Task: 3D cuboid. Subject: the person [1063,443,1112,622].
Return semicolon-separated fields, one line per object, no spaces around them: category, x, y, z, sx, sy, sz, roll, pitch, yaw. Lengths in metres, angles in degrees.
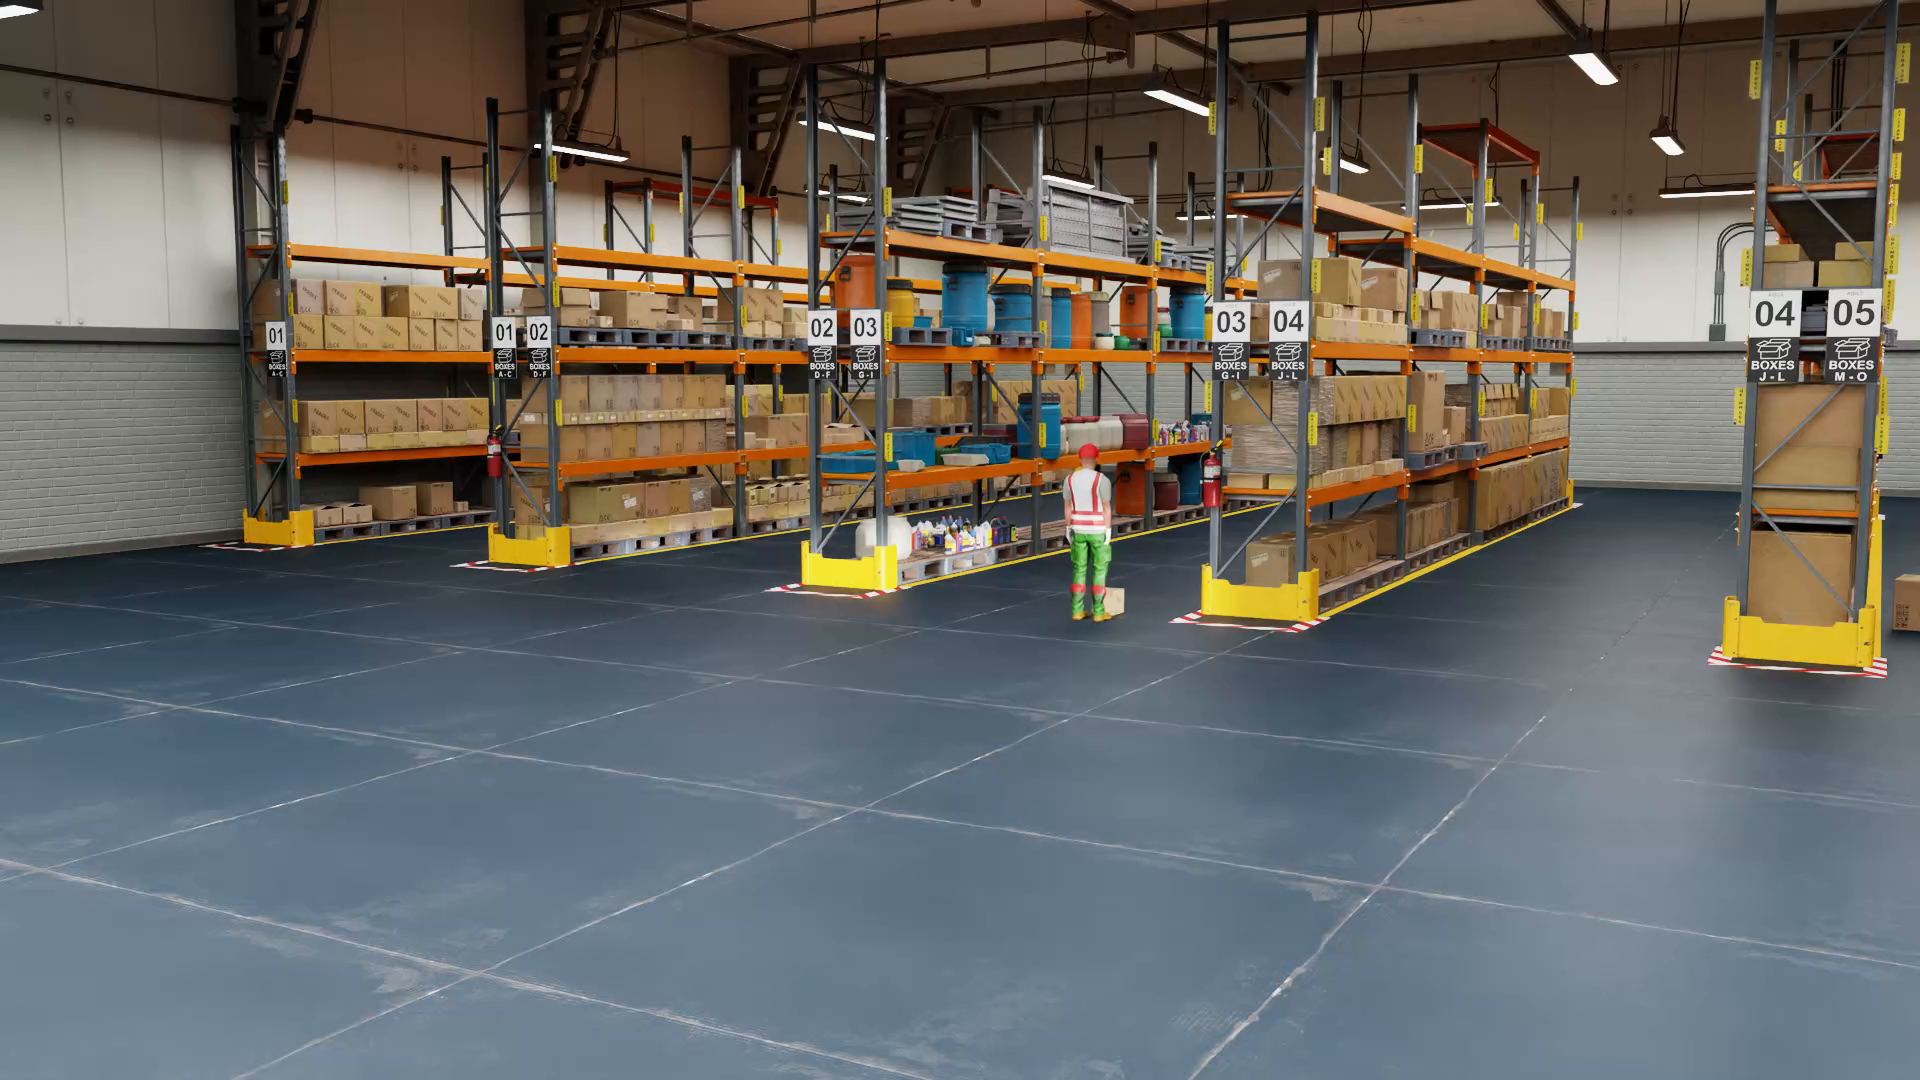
person;1.302;-0.084;16.791;0.525;1.783;0.343;3;7;30
